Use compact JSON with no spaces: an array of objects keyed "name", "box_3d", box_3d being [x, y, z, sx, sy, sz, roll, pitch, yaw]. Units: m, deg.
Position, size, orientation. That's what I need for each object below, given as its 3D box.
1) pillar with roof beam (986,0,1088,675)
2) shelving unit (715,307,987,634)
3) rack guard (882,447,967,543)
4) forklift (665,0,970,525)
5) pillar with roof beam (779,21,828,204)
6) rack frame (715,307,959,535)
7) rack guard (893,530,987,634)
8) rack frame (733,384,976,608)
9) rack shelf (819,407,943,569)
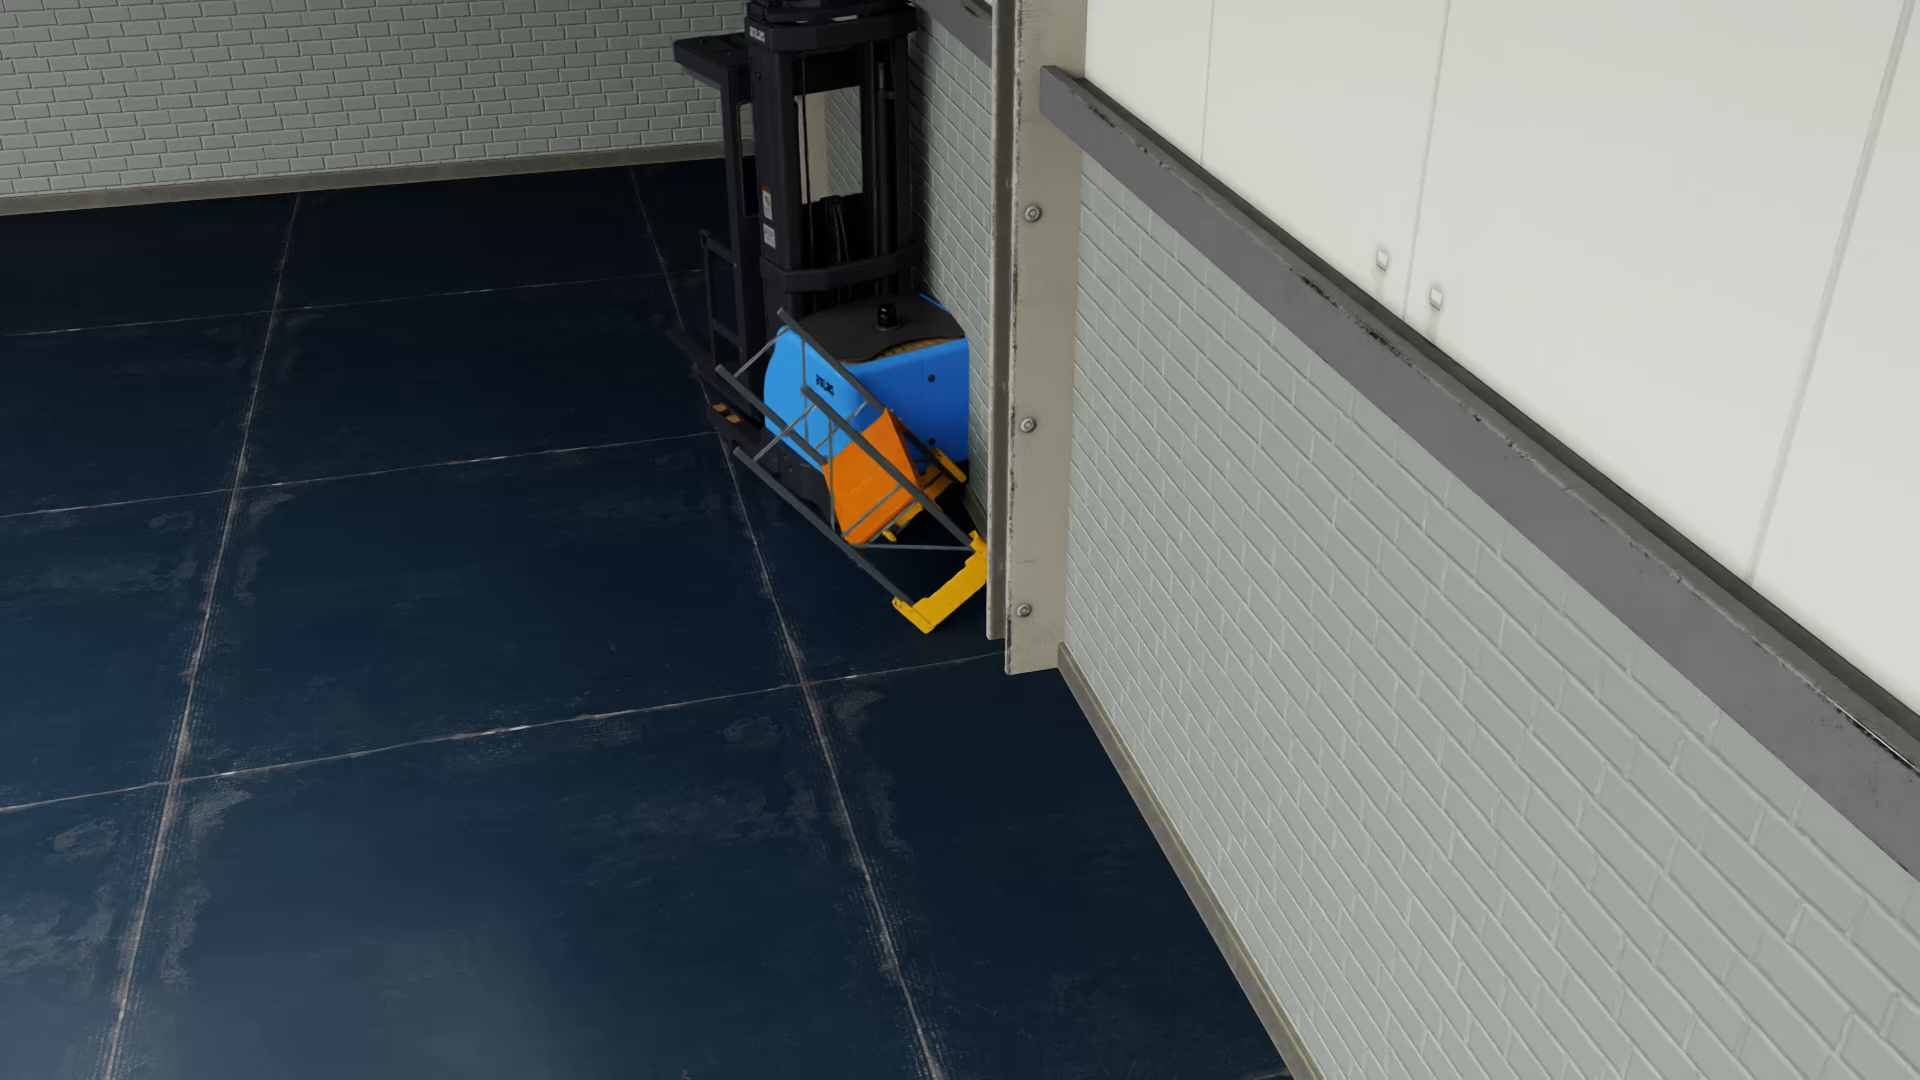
[{"name":"pillar with roof beam","box_3d":[-3.811,-2.744,5.507,9.100,9.000,0.400,-8,31,-13]},{"name":"shelving unit","box_3d":[-0.554,-0.388,8.891,0.587,1.500,1.083,-41,30,11]},{"name":"rack guard","box_3d":[-0.263,-0.260,9.624,0.587,0.250,0.087,-41,30,11]},{"name":"forklift","box_3d":[-1.022,-2.034,10.338,1.130,2.935,3.031,-18,34,-28]},{"name":"pillar with roof beam","box_3d":[-5.403,-5.641,10.514,9.100,9.000,0.400,-8,31,-13]},{"name":"rack frame","box_3d":[-0.663,-0.640,9.329,0.500,1.500,0.032,-41,30,11]},{"name":"rack guard","box_3d":[-0.054,0.225,8.780,0.587,0.250,0.087,-41,30,11]},{"name":"rack frame","box_3d":[-0.449,-0.144,8.468,0.500,1.500,0.032,-41,30,11]},{"name":"rack shelf","box_3d":[-0.442,-0.286,8.988,0.538,0.185,1.000,-41,30,11]}]
